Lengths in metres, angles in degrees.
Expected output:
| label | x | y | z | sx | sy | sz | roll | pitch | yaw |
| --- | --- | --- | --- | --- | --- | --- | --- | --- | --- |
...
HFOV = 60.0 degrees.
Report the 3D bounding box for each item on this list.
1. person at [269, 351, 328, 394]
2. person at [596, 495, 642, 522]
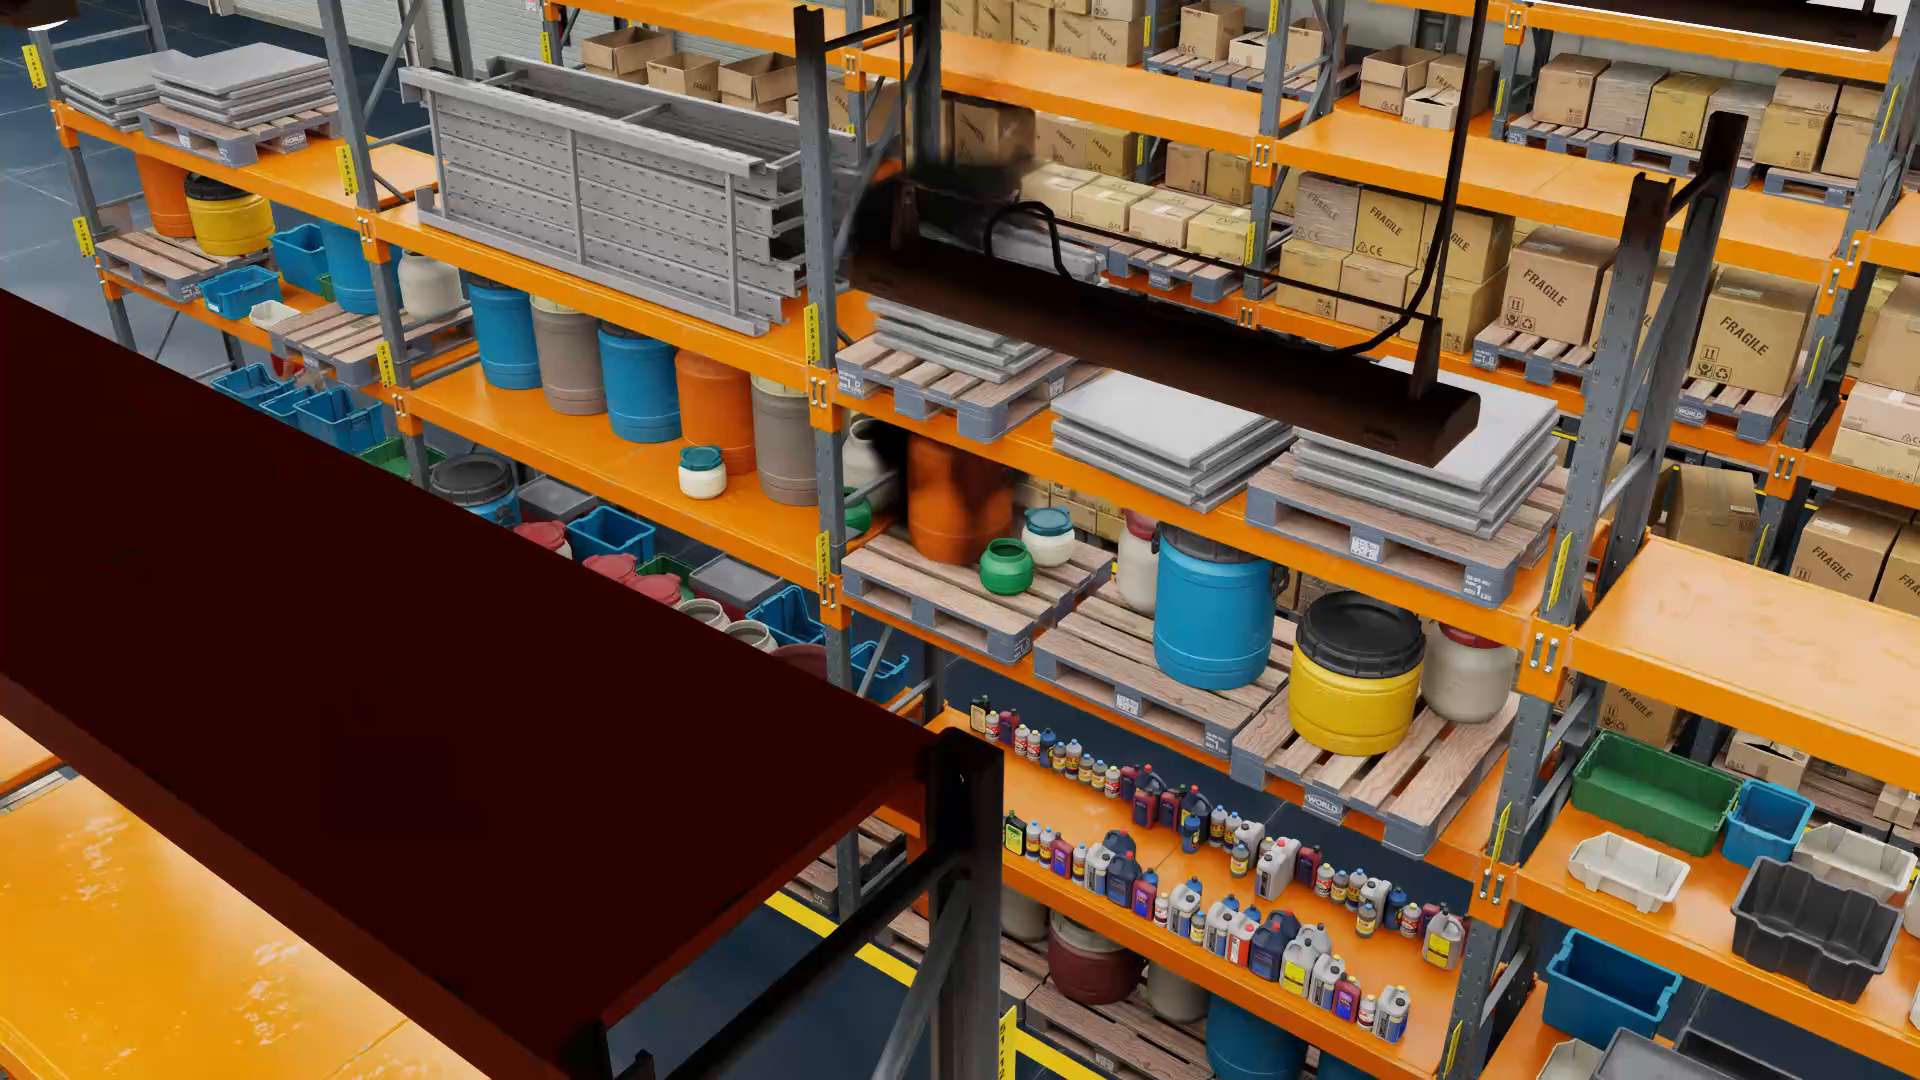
| label | x | y | z | sx | sy | sz | roll | pitch | yaw |
| --- | --- | --- | --- | --- | --- | --- | --- | --- | --- |
| person | -6.406 | -1.511 | 16.165 | 0.694 | 1.760 | 0.729 | 10 | 33 | 15 |
| person | -3.242 | -0.797 | 14.972 | 0.774 | 1.651 | 0.646 | 16 | 35 | 24 |
